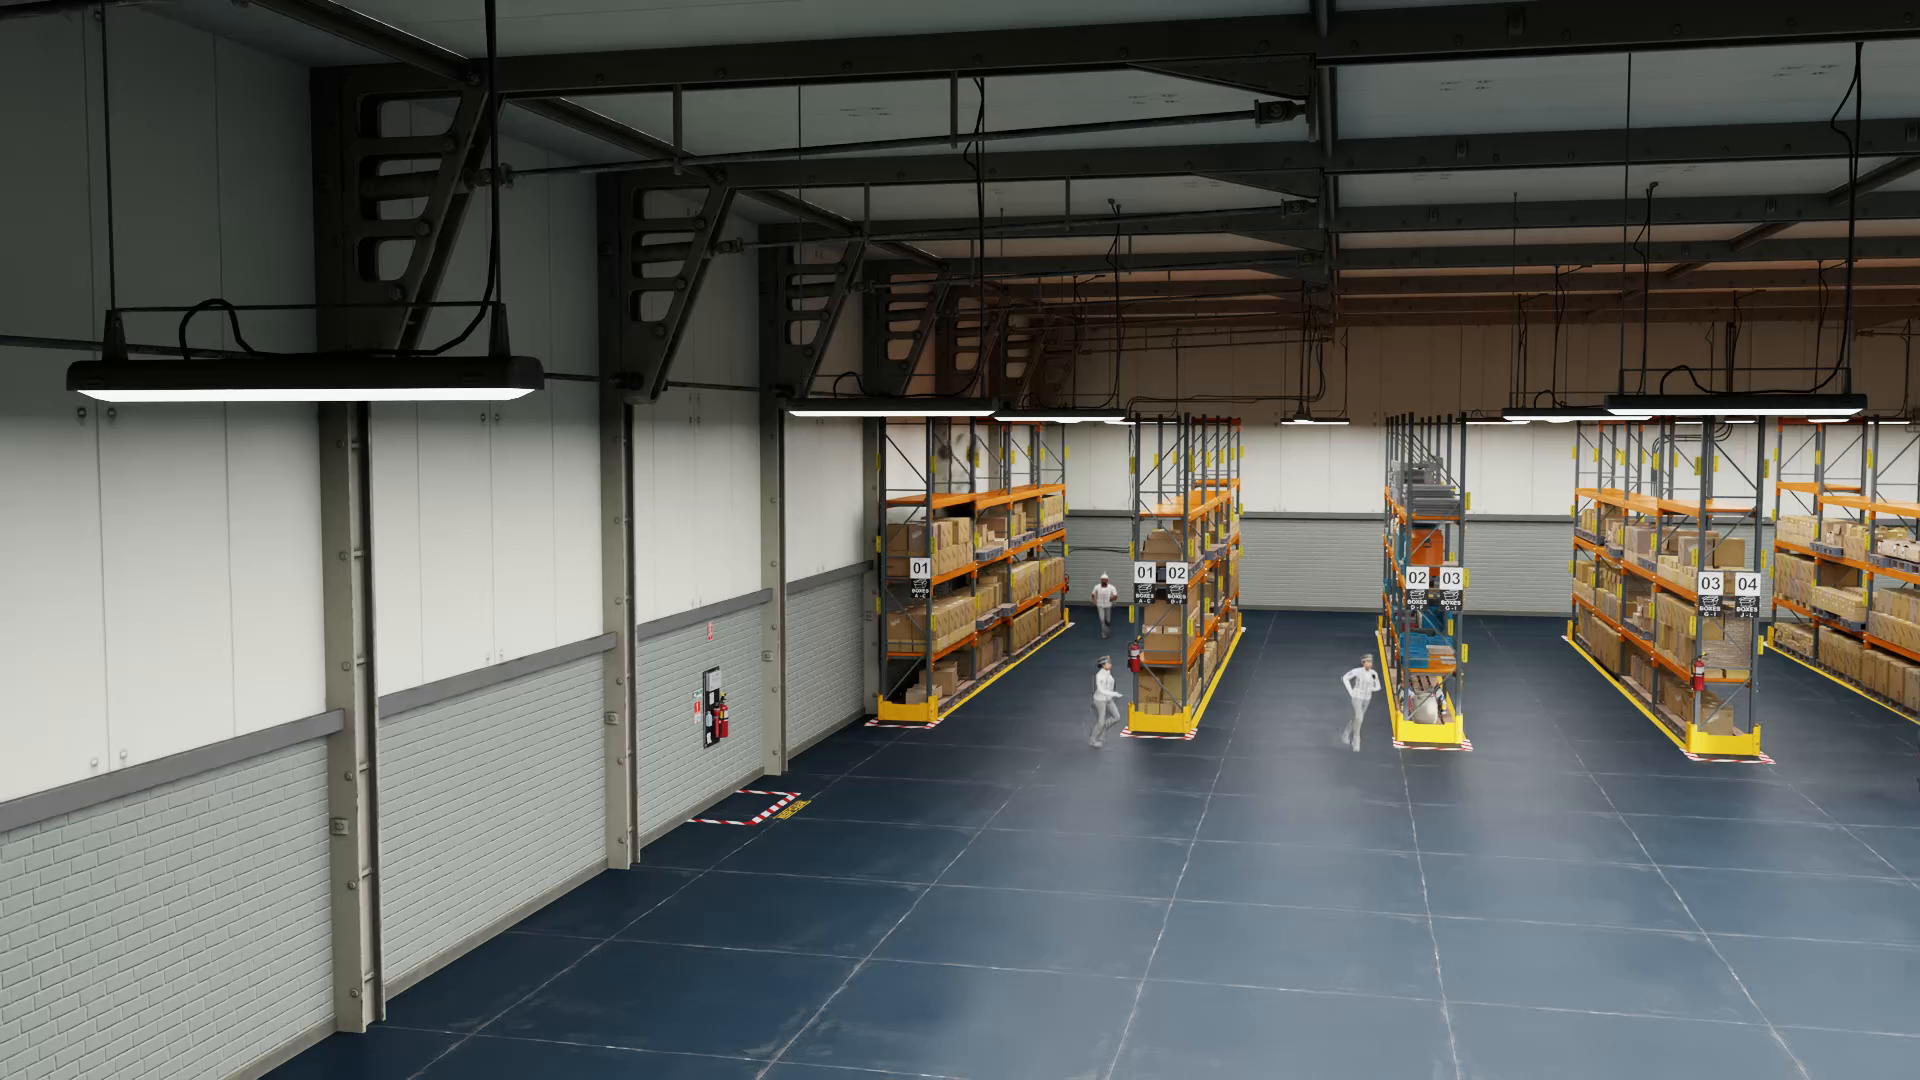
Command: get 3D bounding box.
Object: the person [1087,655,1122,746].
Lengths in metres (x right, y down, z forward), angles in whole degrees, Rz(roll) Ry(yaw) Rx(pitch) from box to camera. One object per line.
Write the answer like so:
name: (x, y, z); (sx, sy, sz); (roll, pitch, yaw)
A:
person: (2.608, 2.871, 29.776); (0.690, 1.649, 0.584); (2, 5, 31)

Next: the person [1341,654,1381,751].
person: (7.193, 2.894, 29.800); (0.619, 1.723, 0.706); (-1, 4, -18)

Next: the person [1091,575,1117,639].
person: (3.924, 1.798, 45.208); (0.702, 1.735, 0.747); (0, 4, 5)
